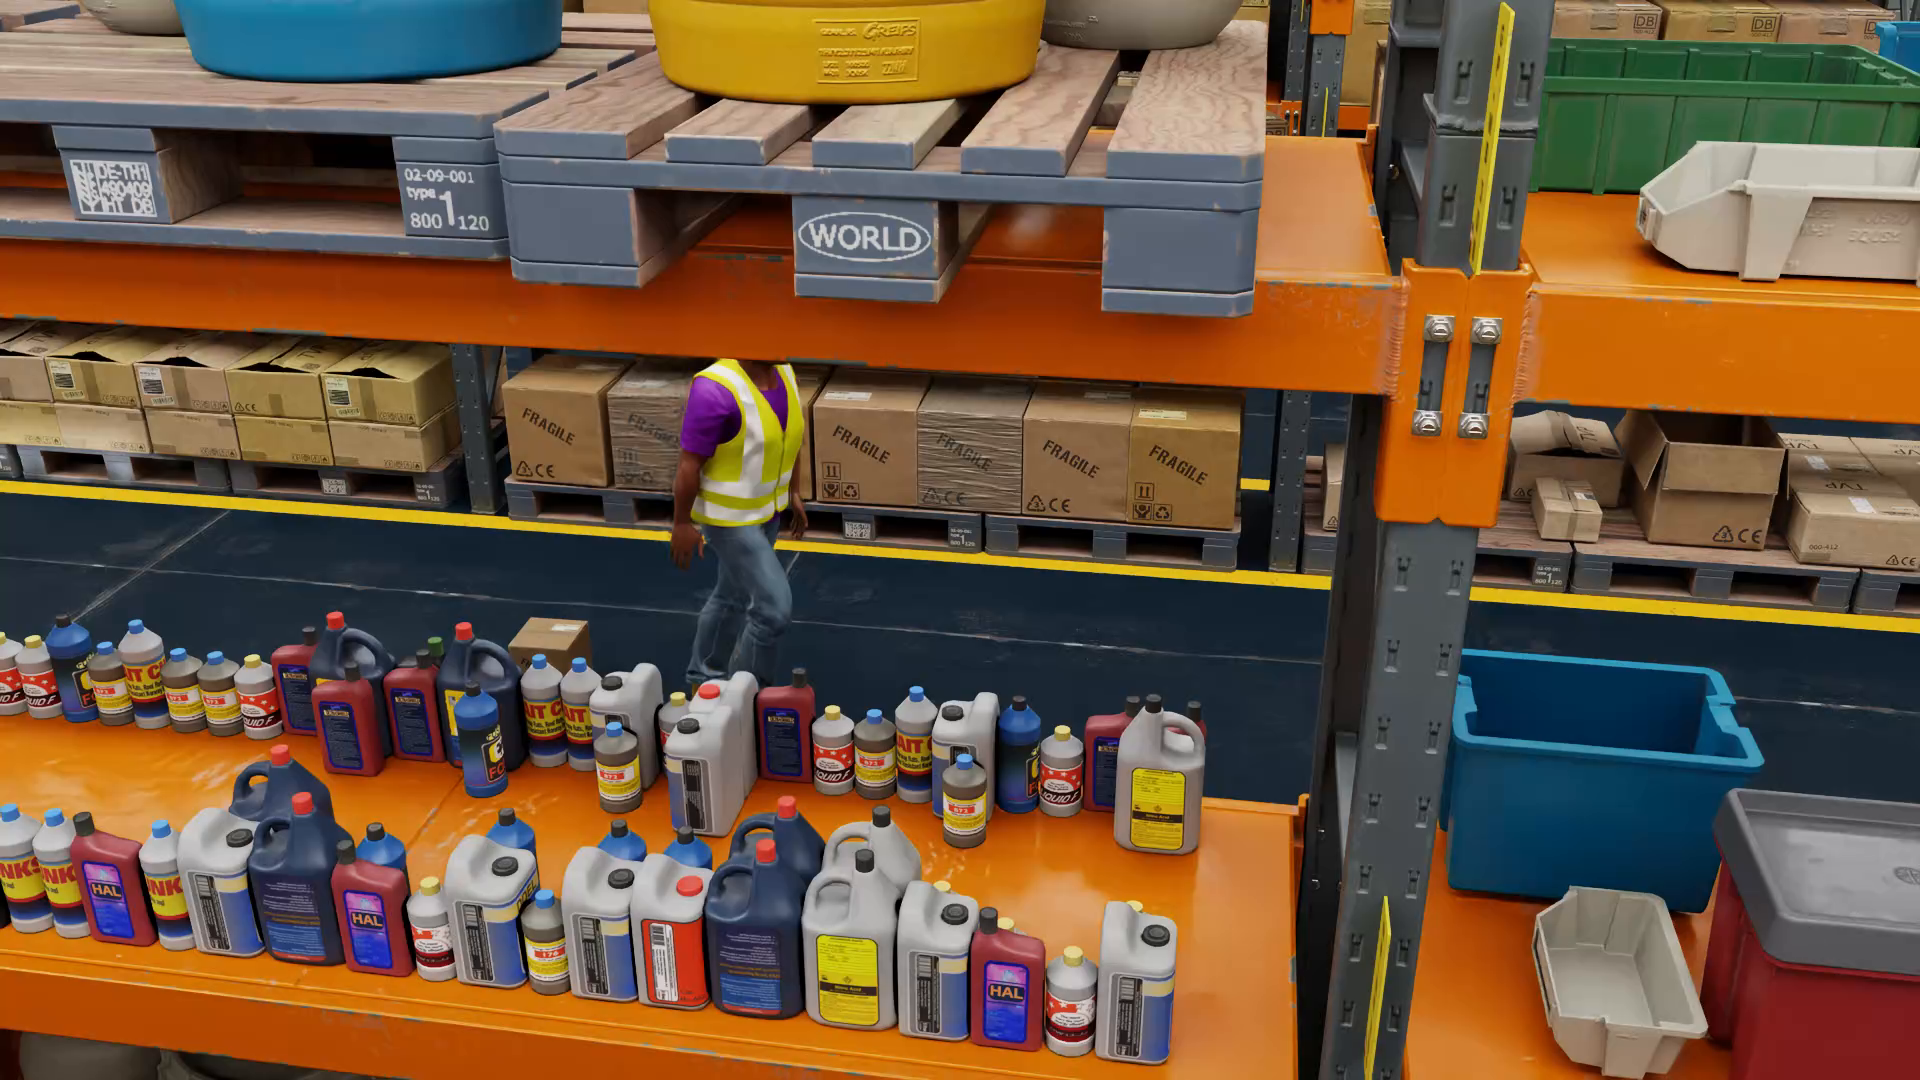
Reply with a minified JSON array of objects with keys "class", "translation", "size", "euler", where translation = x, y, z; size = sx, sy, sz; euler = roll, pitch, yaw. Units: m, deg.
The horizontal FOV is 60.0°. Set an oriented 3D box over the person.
[{"class":"person","translation":[-0.832,-0.077,6.312],"size":[0.581,1.758,0.606],"euler":[10,26,20]}]
